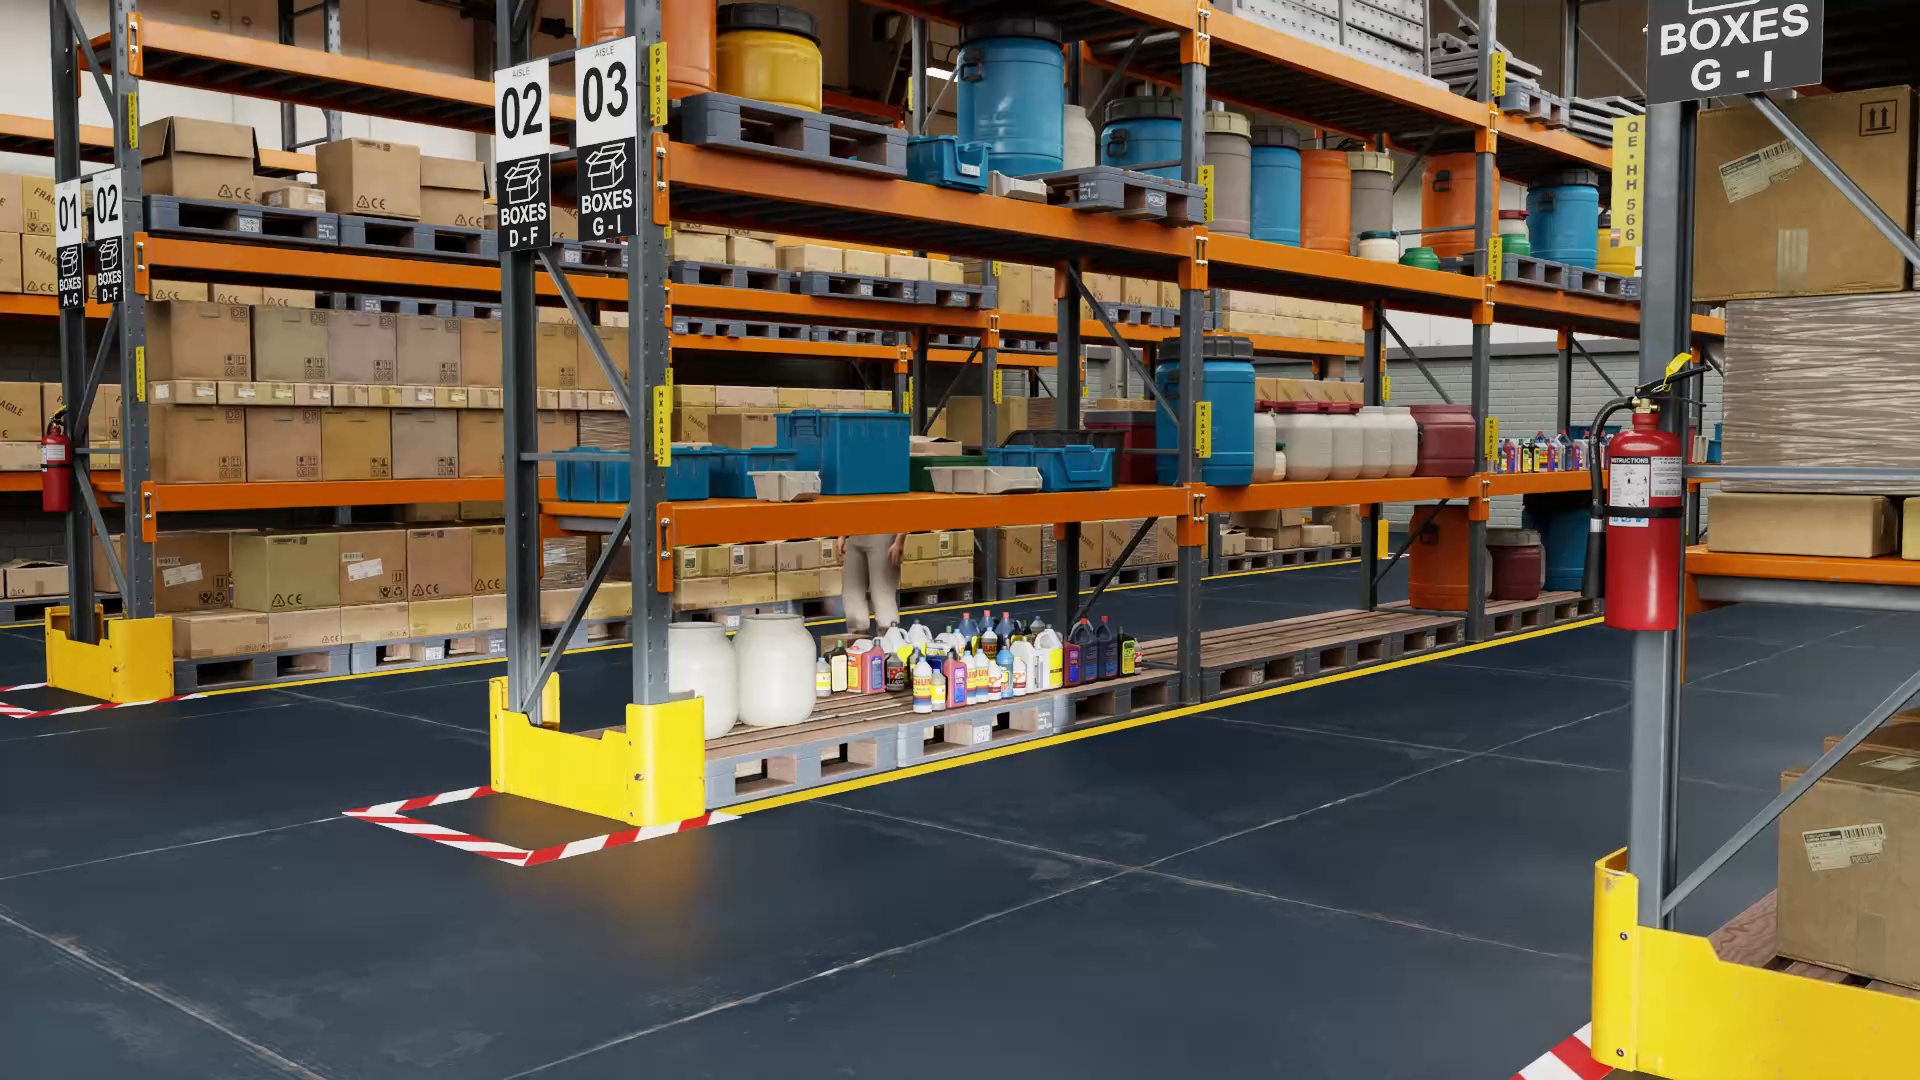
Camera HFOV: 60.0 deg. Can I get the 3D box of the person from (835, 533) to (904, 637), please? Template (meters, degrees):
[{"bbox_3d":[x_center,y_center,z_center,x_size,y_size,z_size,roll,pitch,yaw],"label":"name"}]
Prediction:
[{"bbox_3d":[-0.611,0.025,11.427,0.586,1.727,0.393,3,5,41],"label":"person"}]
